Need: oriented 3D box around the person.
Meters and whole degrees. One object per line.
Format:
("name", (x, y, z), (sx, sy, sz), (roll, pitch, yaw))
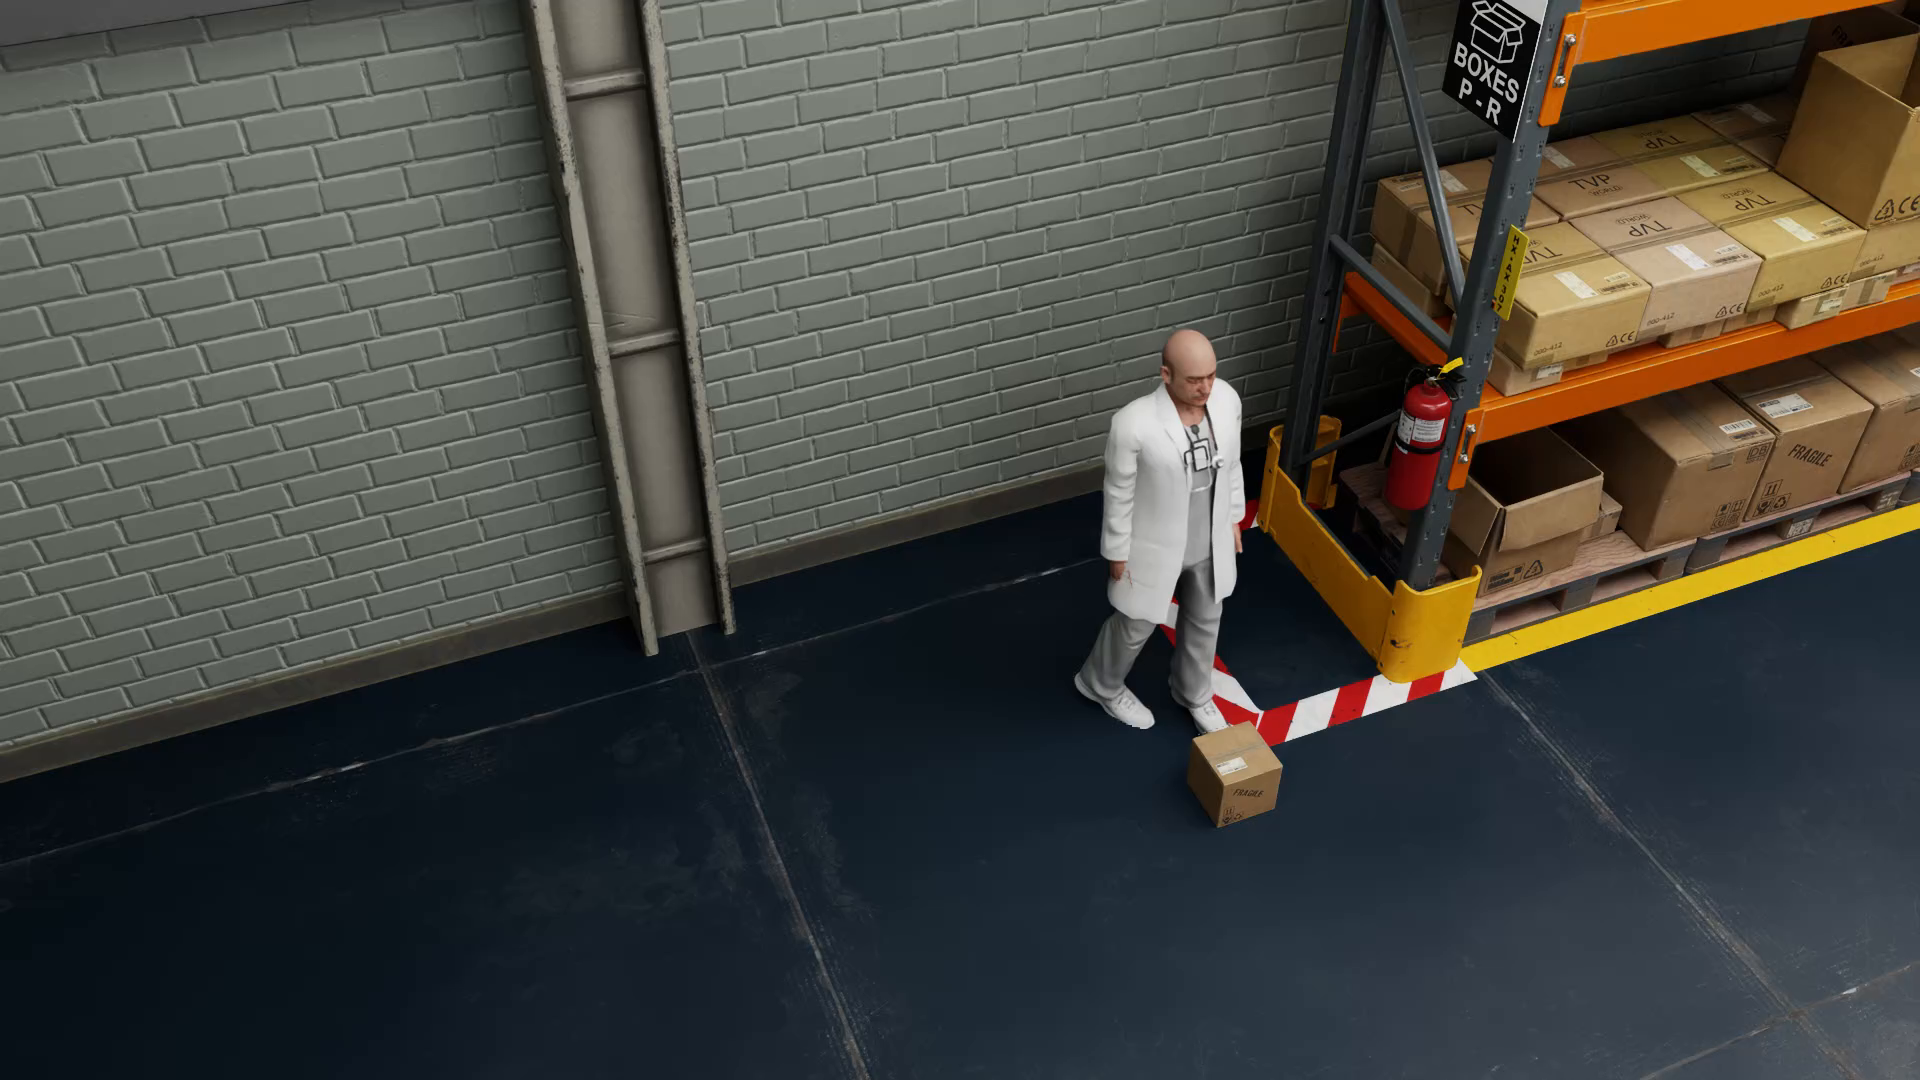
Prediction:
("person", (0.819, 0.031, 6.153), (0.601, 1.810, 0.569), (-18, 44, -20))
